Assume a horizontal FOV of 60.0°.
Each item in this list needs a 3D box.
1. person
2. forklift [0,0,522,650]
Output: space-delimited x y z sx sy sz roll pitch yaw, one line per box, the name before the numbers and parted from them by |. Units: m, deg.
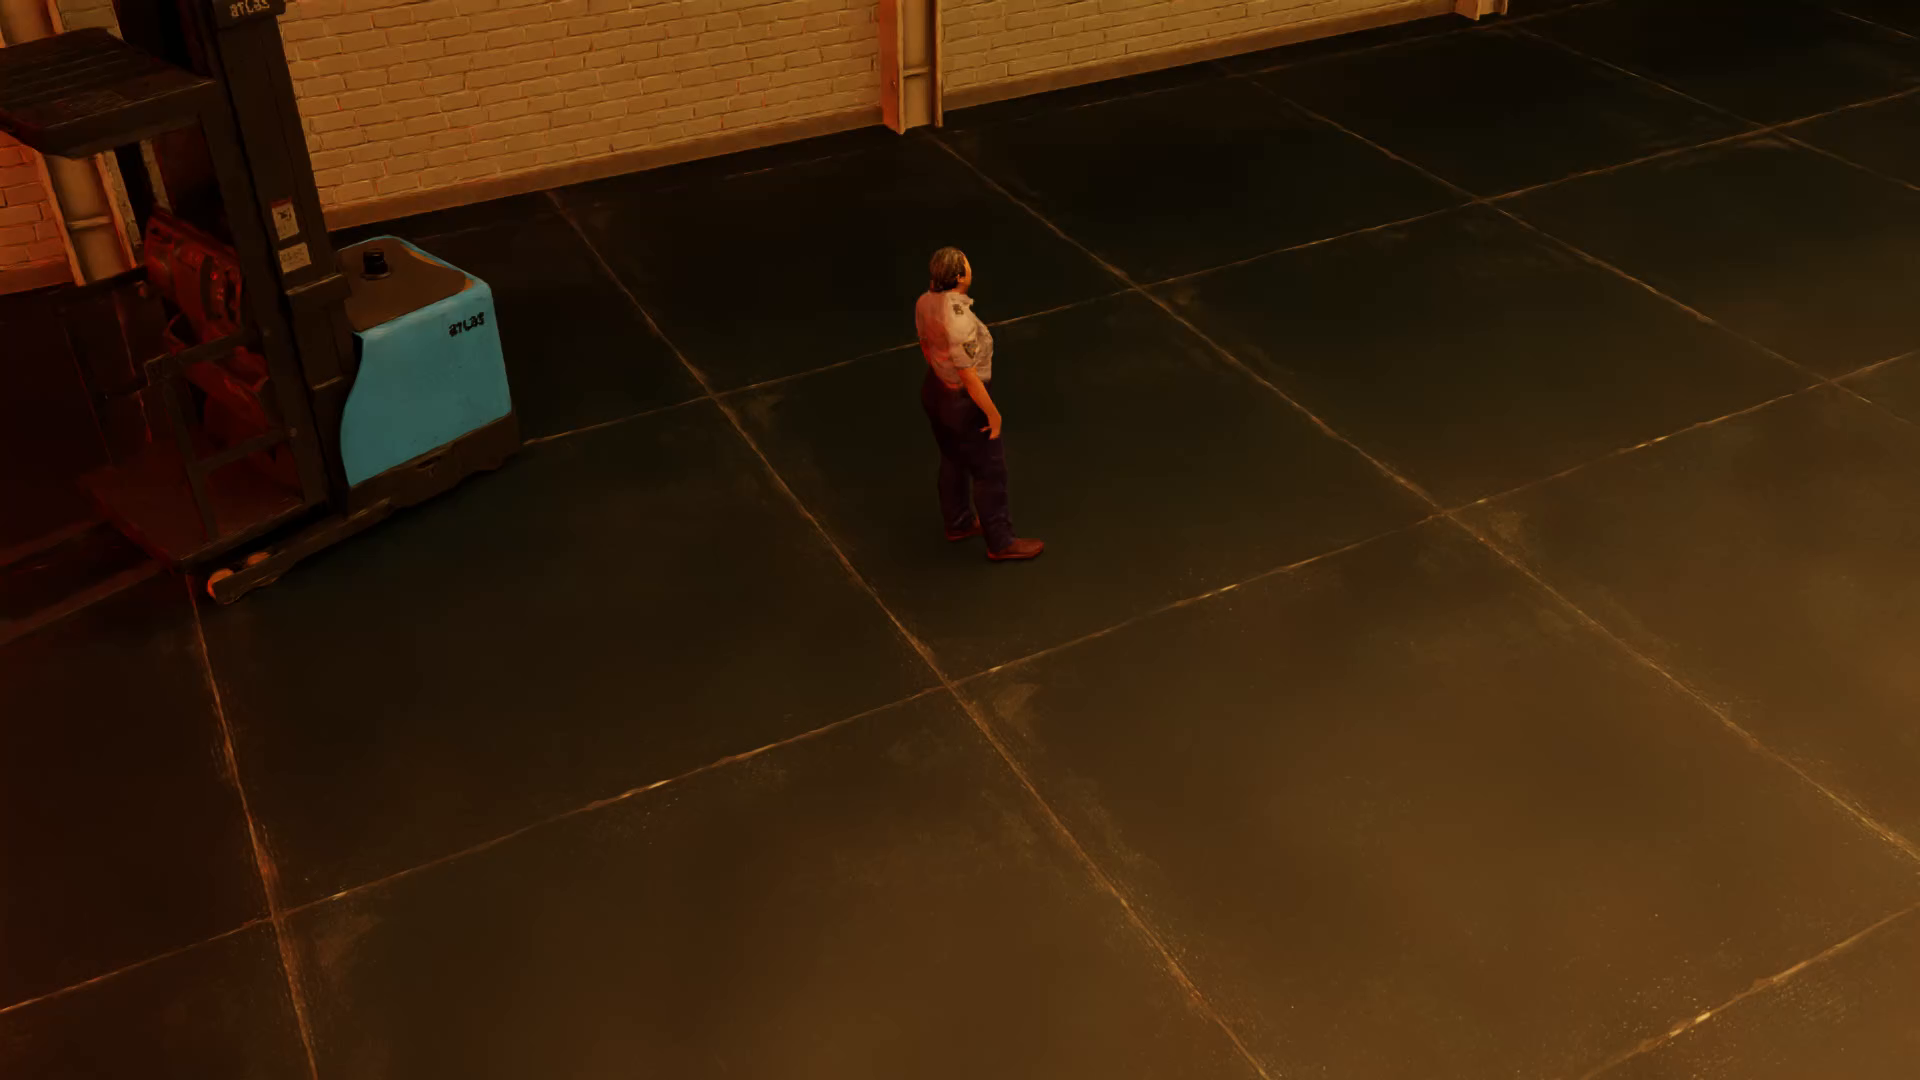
person | 0.090 -0.691 8.201 0.502 1.650 0.599 -17 39 -23
forklift | -3.805 -1.215 7.843 1.130 2.935 3.031 27 44 33
